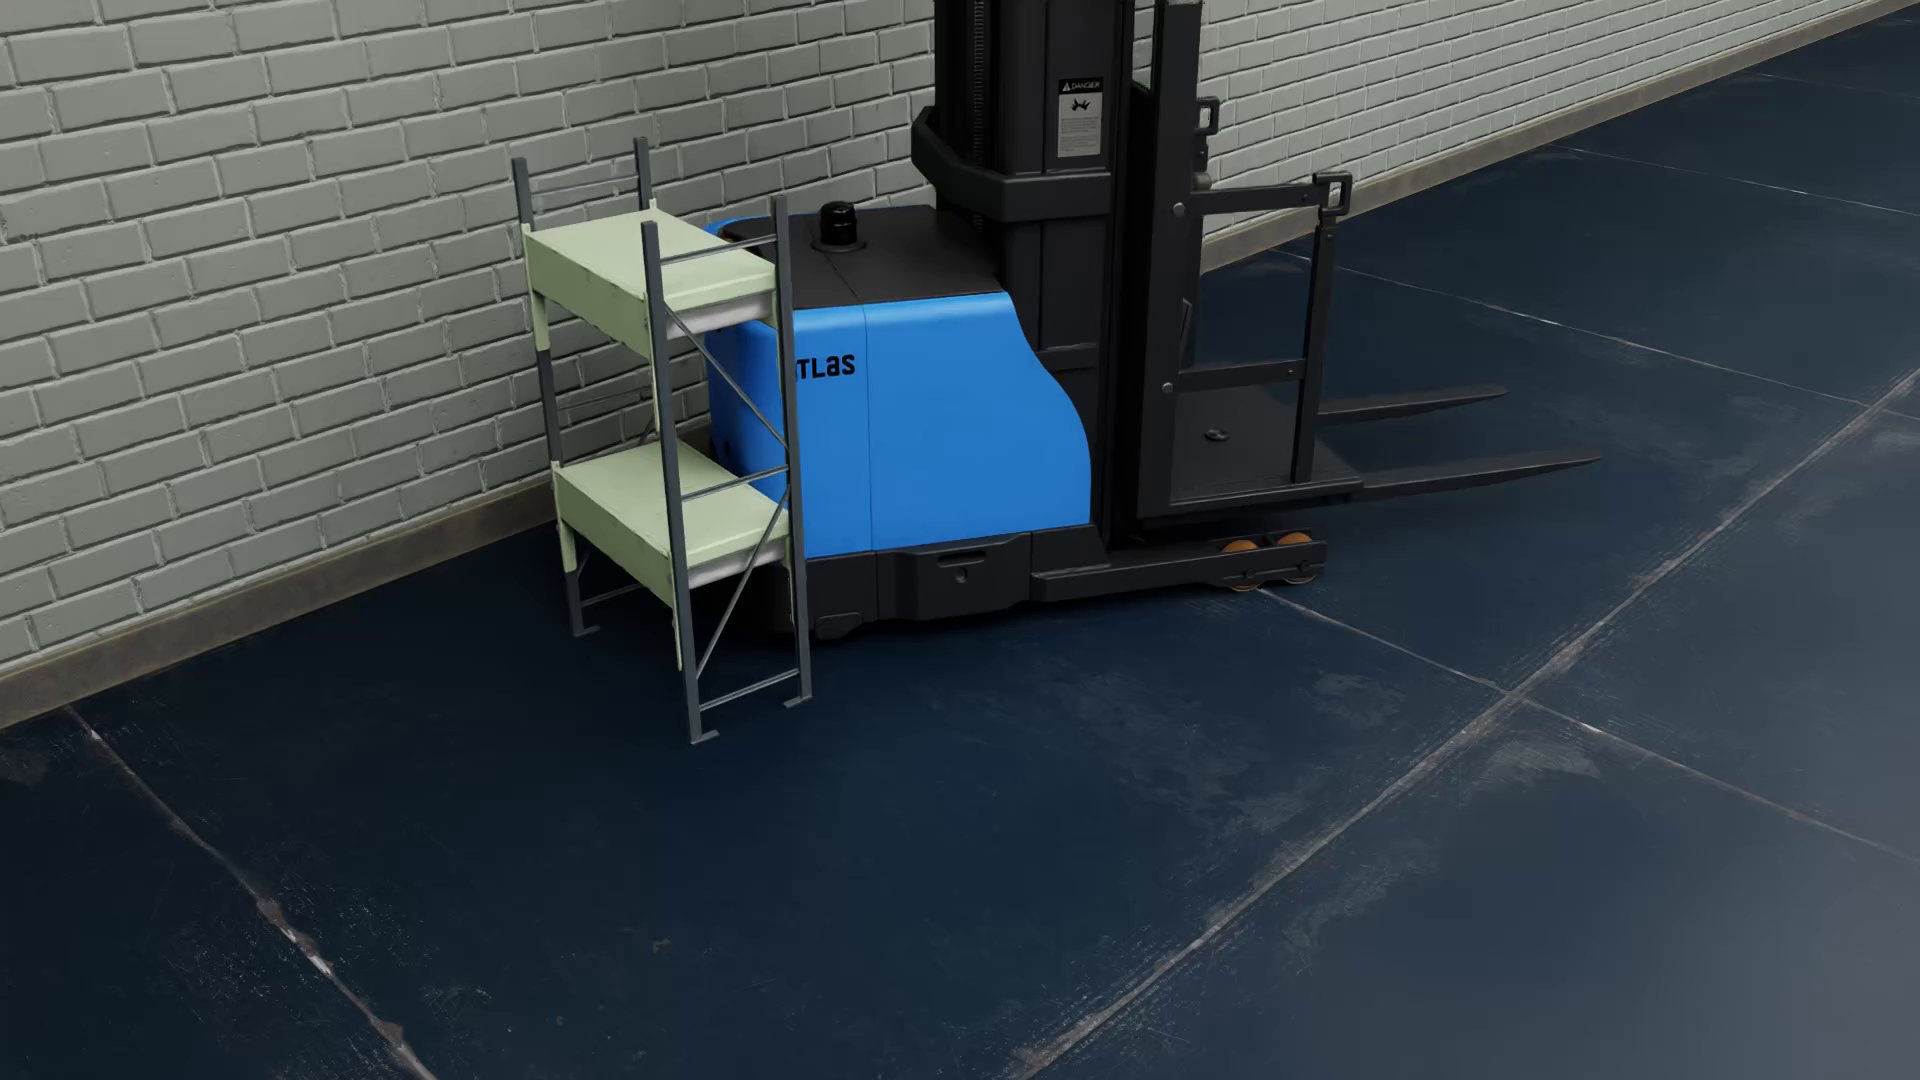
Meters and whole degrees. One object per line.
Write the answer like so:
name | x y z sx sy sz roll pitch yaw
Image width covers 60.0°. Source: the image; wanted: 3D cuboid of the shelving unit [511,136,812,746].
shelving unit | -0.822 -0.283 4.676 0.431 1.500 0.755 -20 34 -33

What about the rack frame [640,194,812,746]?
rack frame | -0.599 -0.148 4.419 0.400 1.500 0.023 -20 34 -33

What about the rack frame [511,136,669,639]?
rack frame | -1.045 -0.418 4.933 0.400 1.500 0.023 -20 34 -33

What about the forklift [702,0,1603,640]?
forklift | 0.707 -1.357 5.182 3.031 2.935 1.130 -7 29 -13

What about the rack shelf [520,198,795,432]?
rack shelf | -0.822 -0.628 4.494 0.431 0.370 0.720 -20 34 -33

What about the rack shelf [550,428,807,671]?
rack shelf | -0.822 0.006 4.828 0.431 0.370 0.720 -20 34 -33
